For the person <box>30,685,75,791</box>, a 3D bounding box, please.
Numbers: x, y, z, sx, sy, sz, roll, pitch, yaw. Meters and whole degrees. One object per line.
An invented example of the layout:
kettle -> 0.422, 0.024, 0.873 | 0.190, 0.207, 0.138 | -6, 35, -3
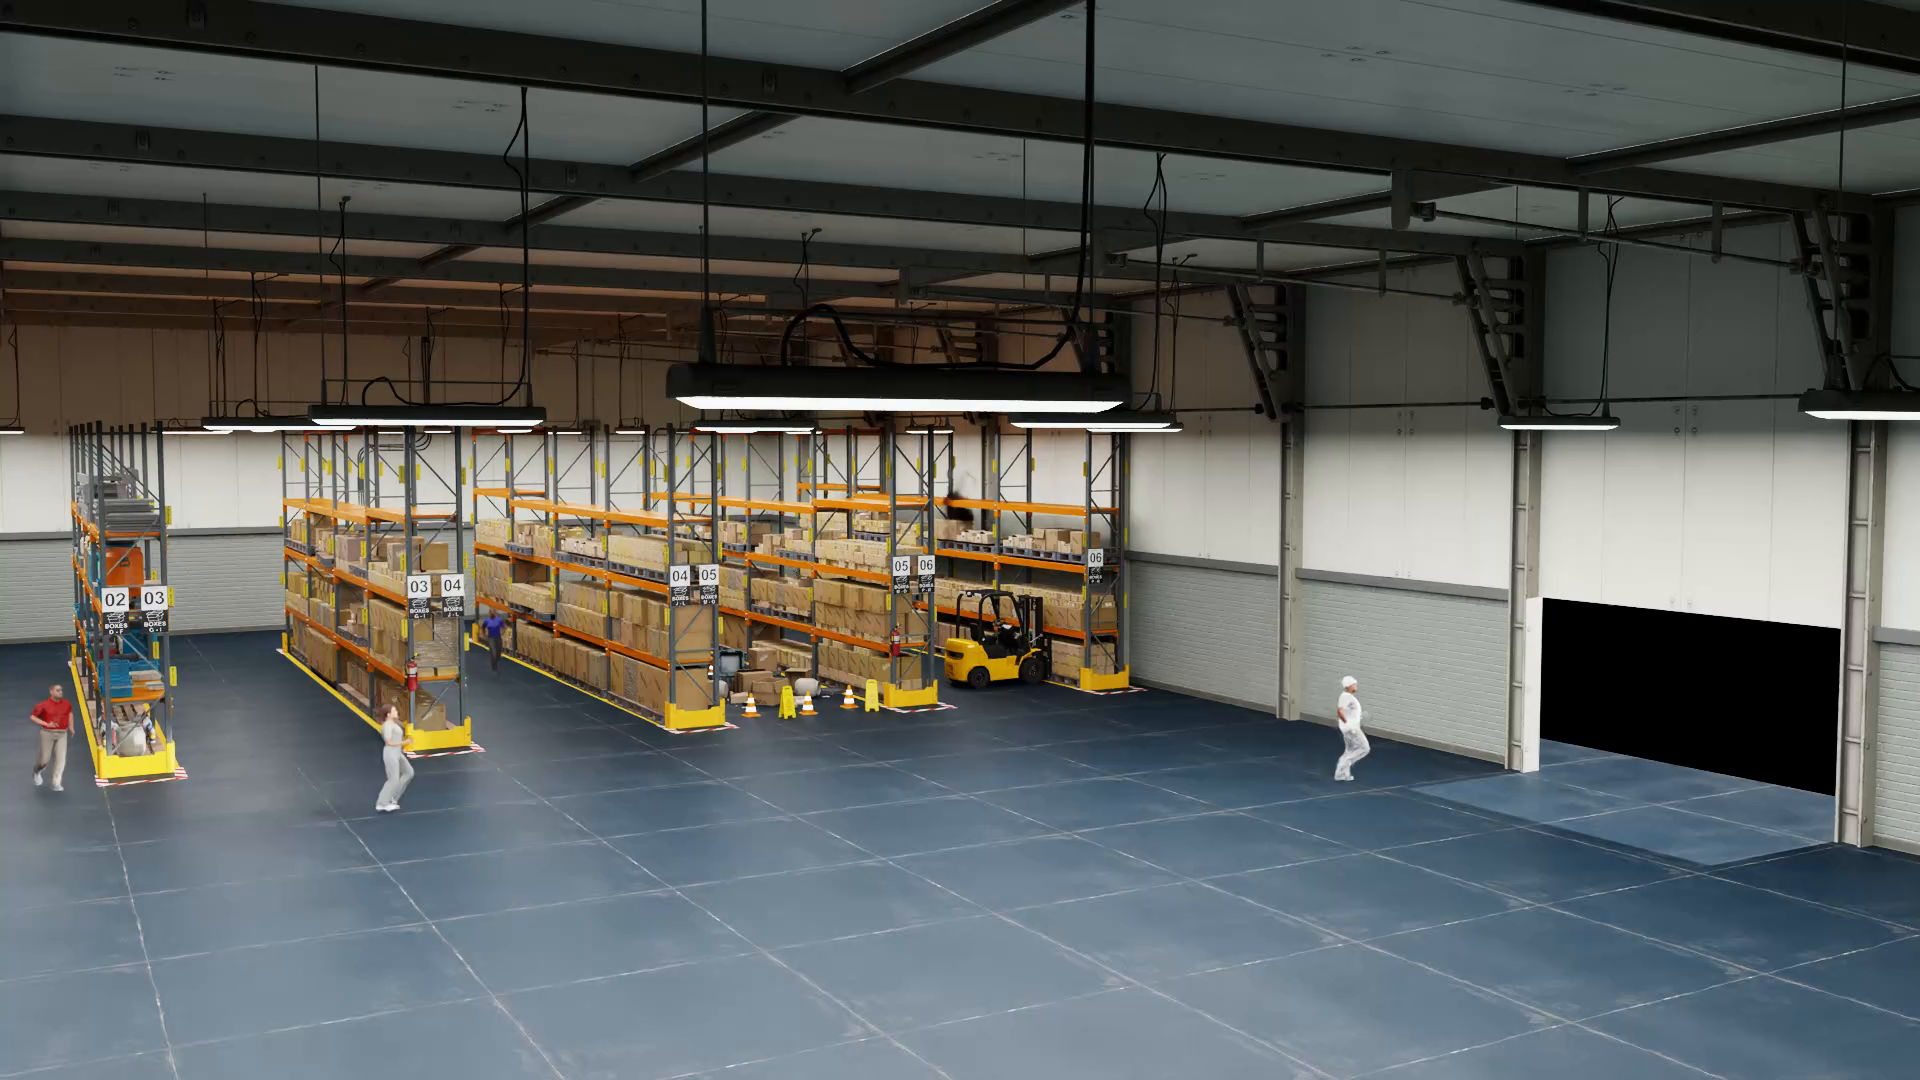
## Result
person -> -14.719, 3.203, 27.058 | 0.901, 1.680, 0.718 | 3, 5, 41

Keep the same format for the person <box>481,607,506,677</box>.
person -> -11.239, 2.447, 40.111 | 0.576, 1.638, 0.711 | -2, 4, -23

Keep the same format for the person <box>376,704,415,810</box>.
person -> -8.619, 3.331, 25.414 | 0.616, 1.636, 0.548 | 0, 4, -7

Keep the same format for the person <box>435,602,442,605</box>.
person -> -14.541, 2.015, 46.679 | 0.650, 1.634, 0.782 | 2, 4, 30

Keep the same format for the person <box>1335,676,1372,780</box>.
person -> 6.539, 3.128, 27.625 | 0.624, 1.737, 0.670 | 0, 4, 4
